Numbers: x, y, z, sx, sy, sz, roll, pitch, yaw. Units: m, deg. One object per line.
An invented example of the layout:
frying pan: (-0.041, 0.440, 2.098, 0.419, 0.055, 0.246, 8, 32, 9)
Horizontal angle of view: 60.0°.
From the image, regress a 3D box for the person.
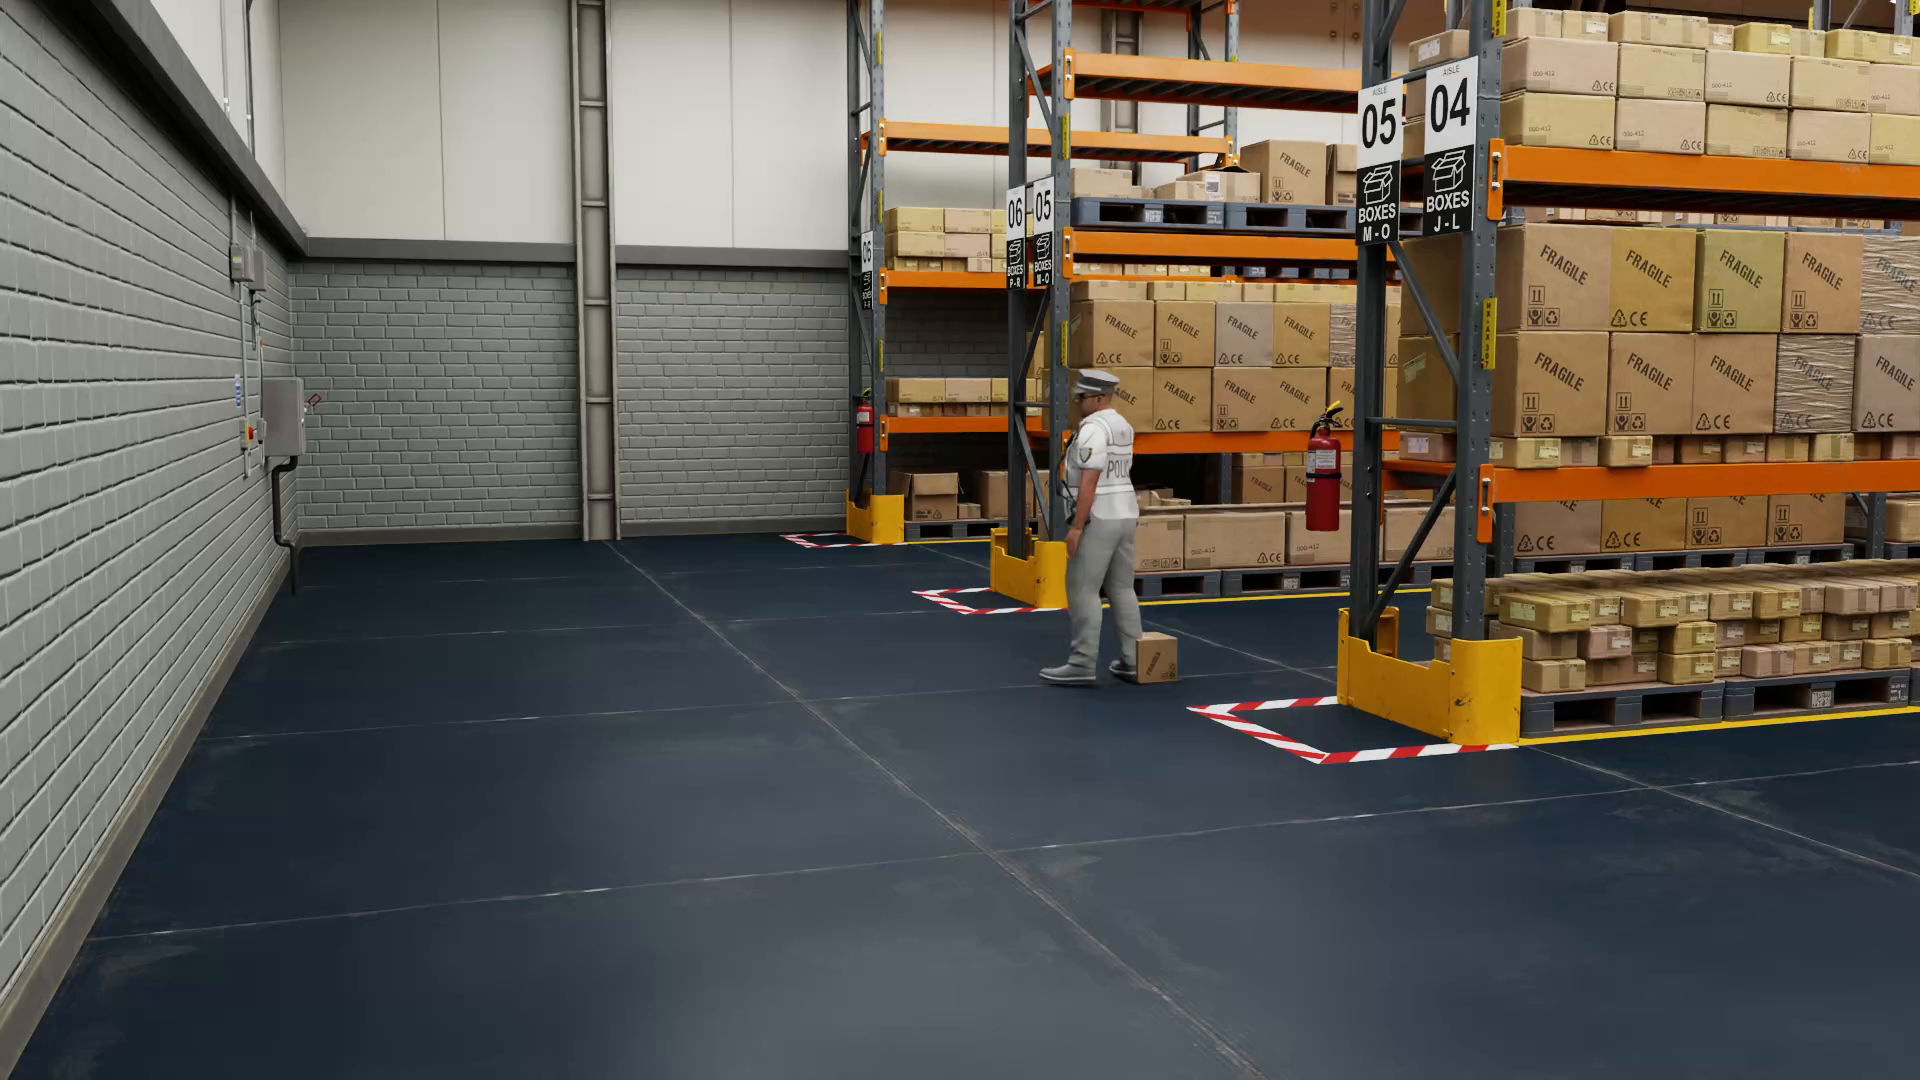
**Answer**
person: (0.780, -0.087, 9.409, 0.476, 1.752, 0.594, 4, 7, 34)
